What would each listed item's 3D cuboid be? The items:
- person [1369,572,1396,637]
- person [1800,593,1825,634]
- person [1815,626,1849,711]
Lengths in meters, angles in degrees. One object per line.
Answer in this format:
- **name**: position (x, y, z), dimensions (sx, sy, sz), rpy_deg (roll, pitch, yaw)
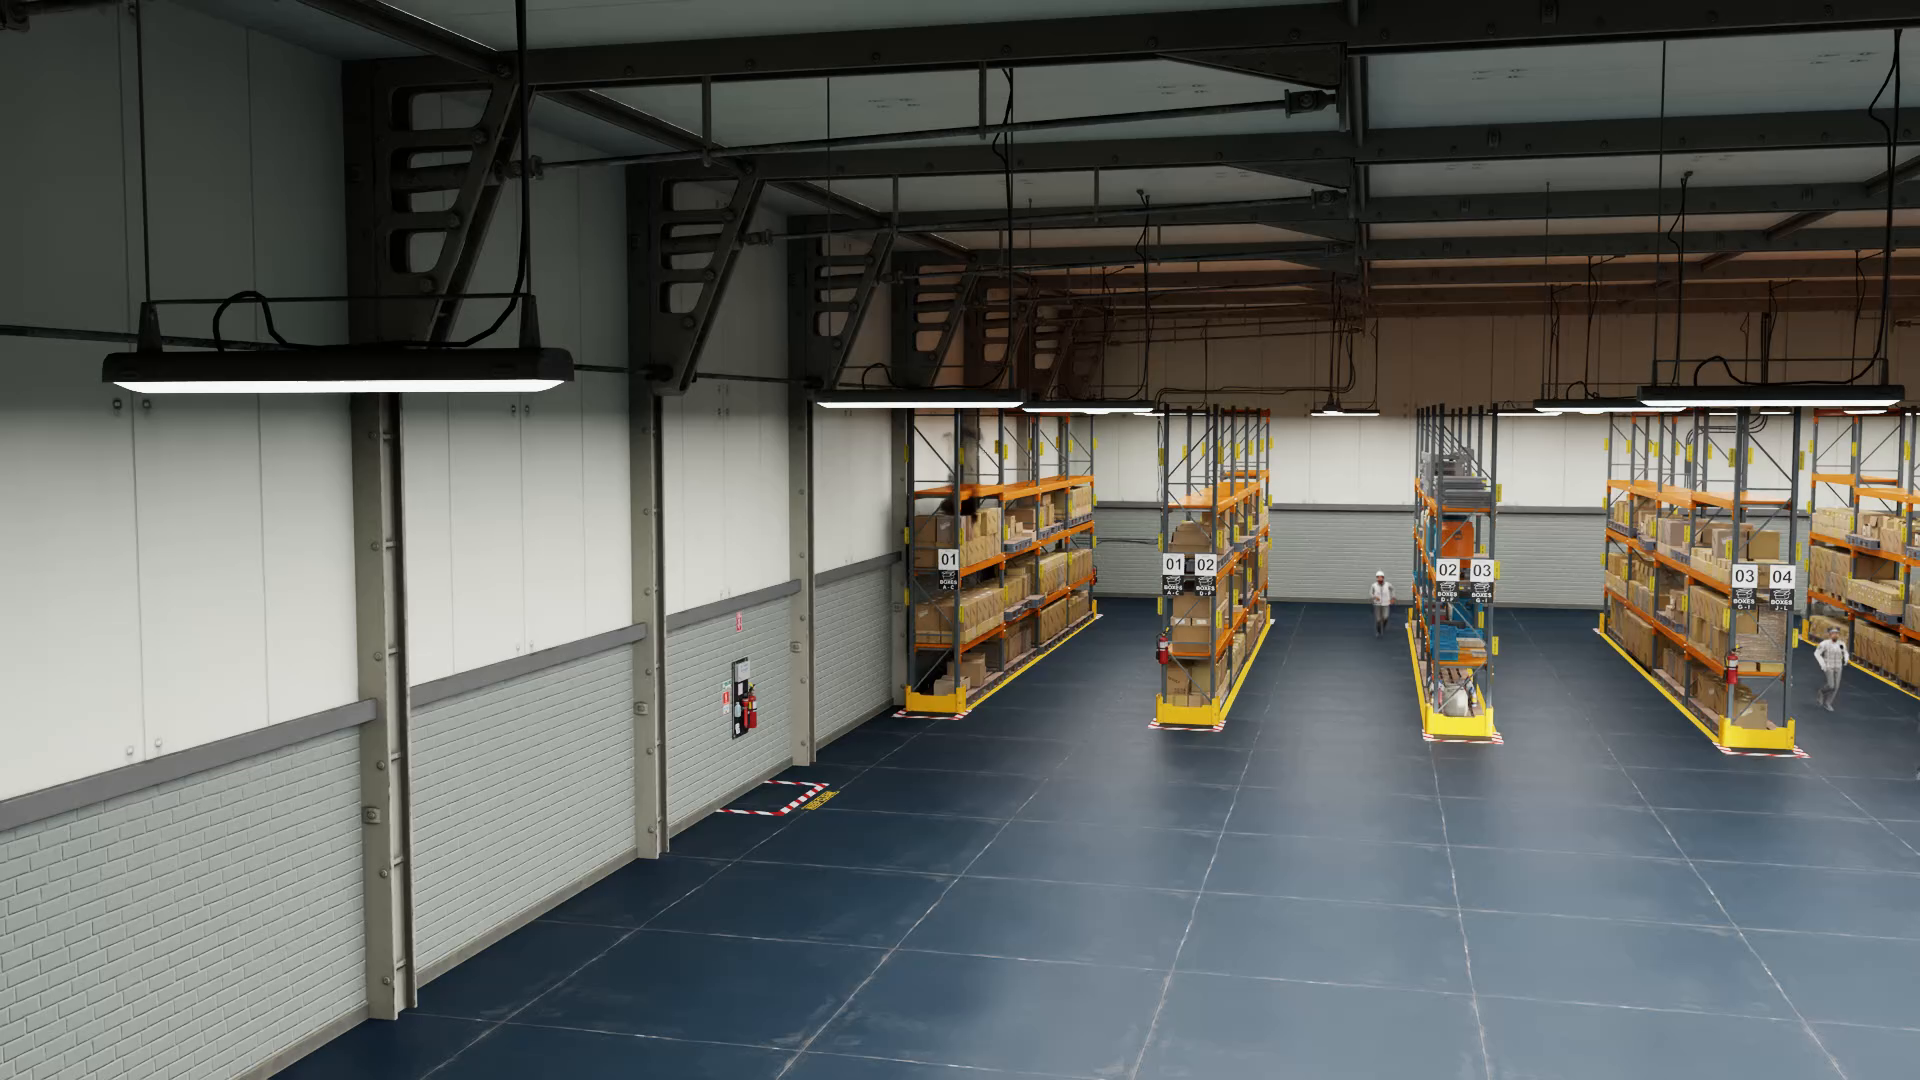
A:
- **person**: position (11.027, 1.687, 43.436), dimensions (0.676, 1.727, 0.764), rpy_deg (1, 4, 15)
- **person**: position (22.763, 1.721, 44.126), dimensions (0.701, 1.704, 0.595), rpy_deg (0, 4, -4)
- **person**: position (17.171, 2.519, 32.682), dimensions (0.604, 1.668, 0.567), rpy_deg (0, 4, 7)
